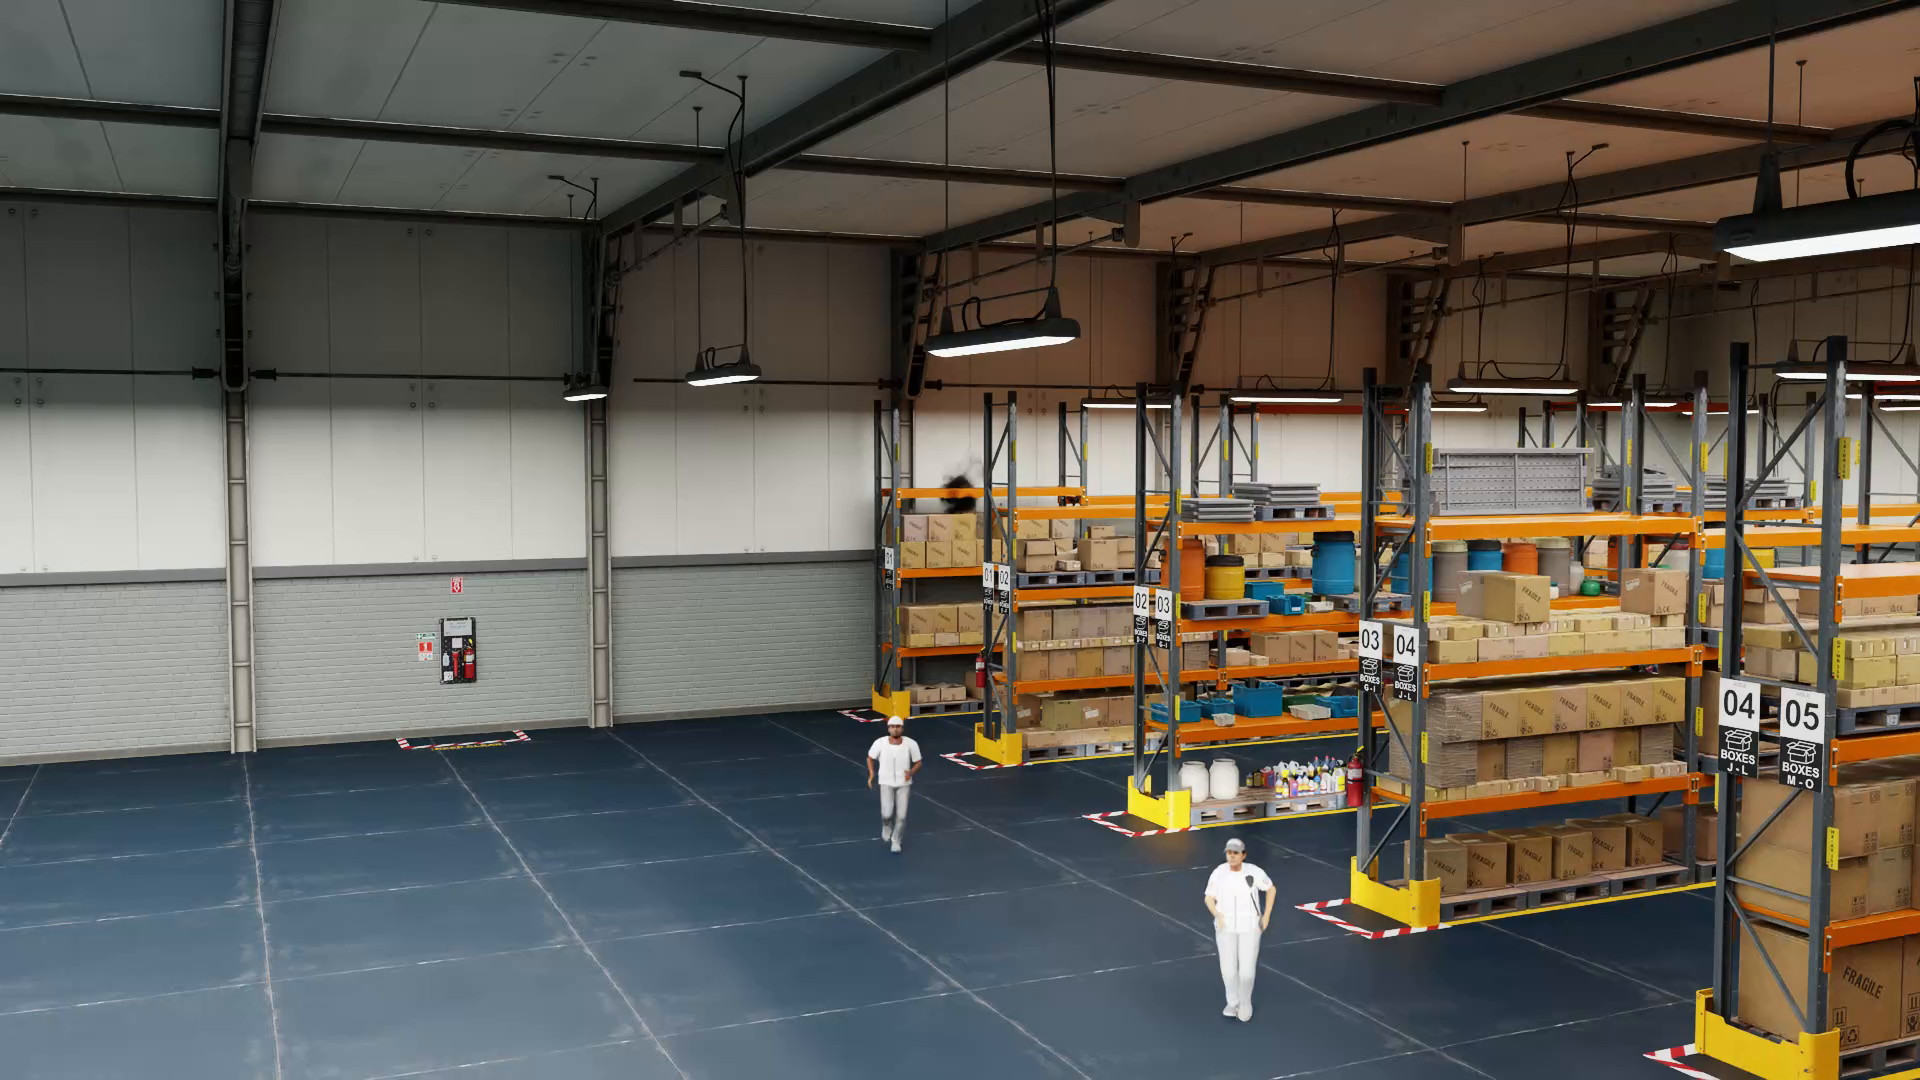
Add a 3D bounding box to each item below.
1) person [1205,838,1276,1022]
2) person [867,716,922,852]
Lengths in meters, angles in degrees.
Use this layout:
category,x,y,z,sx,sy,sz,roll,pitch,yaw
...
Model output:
category,x,y,z,sx,sy,sz,roll,pitch,yaw
person,2.481,3.478,14.841,0.608,1.631,0.598,1,3,18
person,-0.823,3.081,20.983,0.698,1.718,0.576,0,3,-3
